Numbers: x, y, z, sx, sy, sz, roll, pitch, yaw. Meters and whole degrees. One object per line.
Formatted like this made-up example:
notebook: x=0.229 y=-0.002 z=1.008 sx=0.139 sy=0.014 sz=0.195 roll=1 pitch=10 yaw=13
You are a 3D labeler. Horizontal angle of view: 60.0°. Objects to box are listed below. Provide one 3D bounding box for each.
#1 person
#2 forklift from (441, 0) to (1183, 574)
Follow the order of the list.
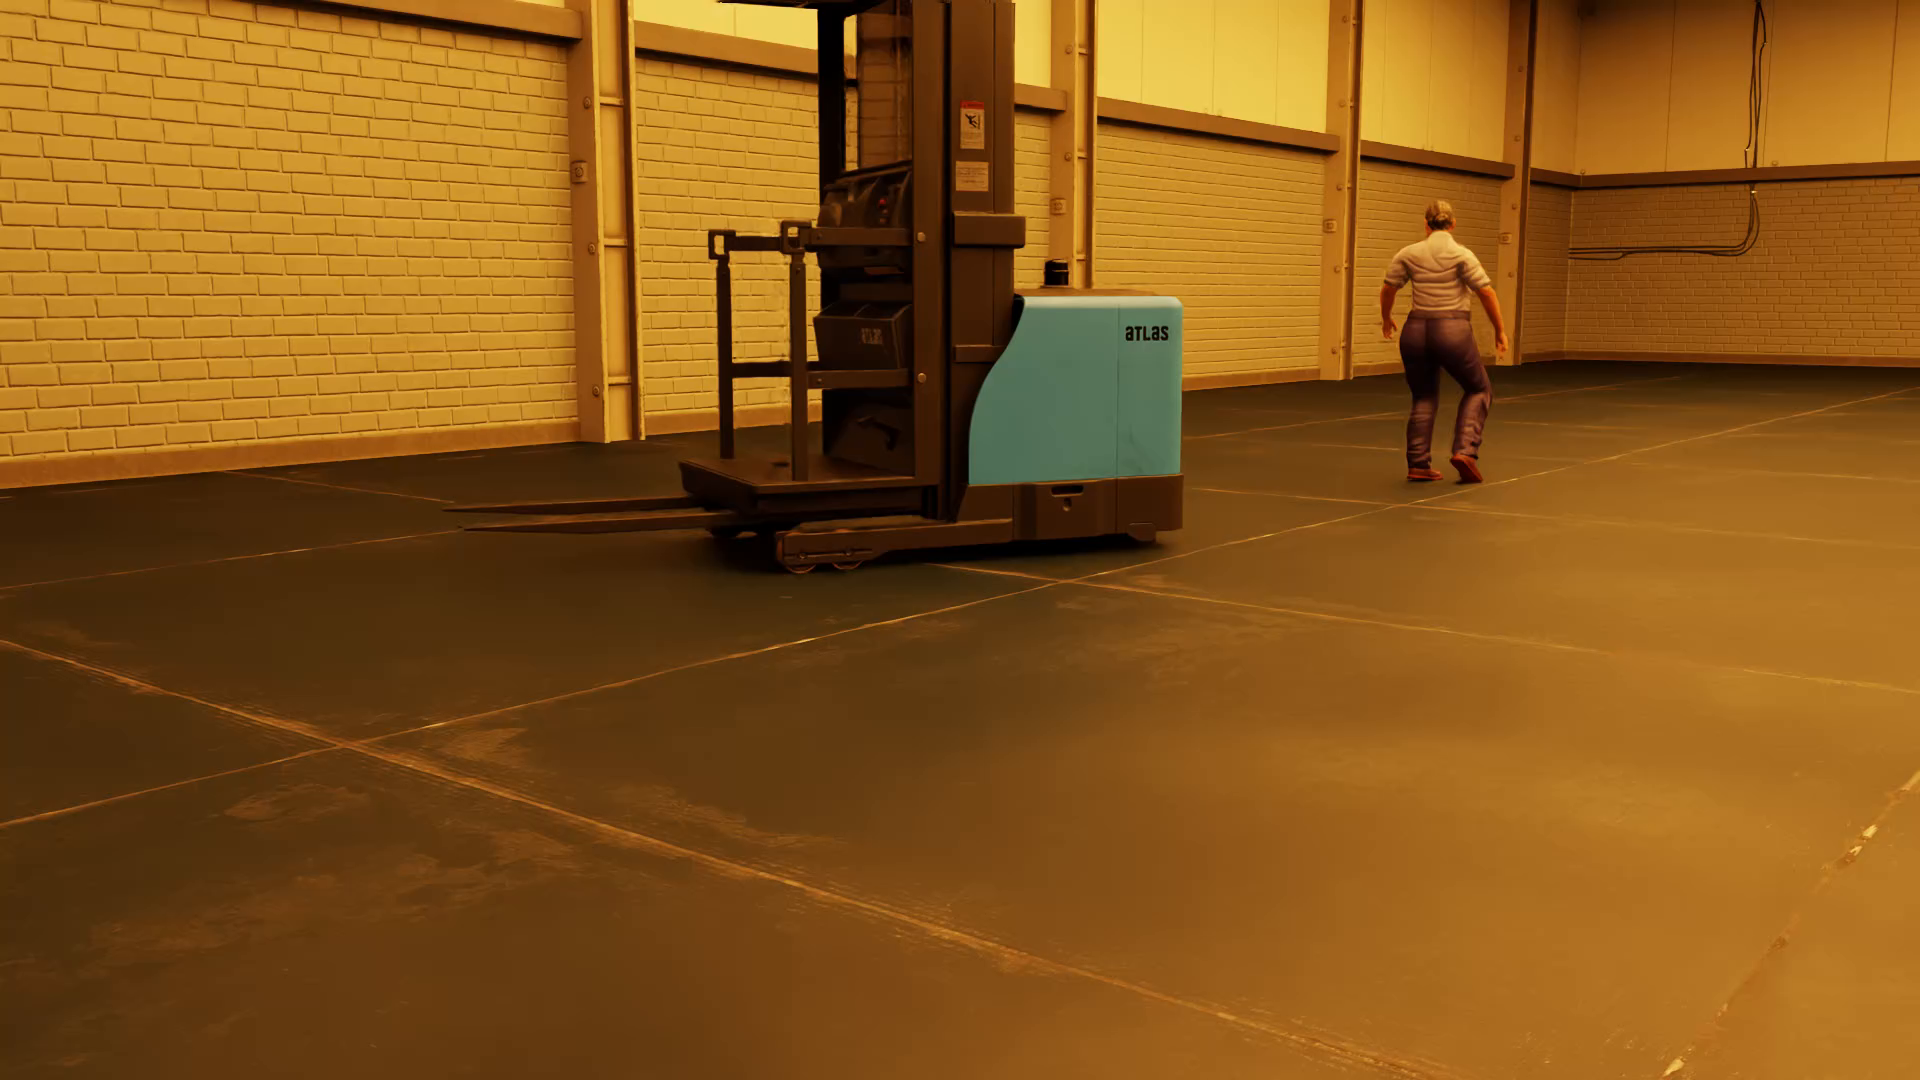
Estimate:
person: x=2.789 y=-1.140 z=9.734 sx=0.785 sy=1.660 sz=0.463 roll=8 pitch=11 yaw=42
forklift: x=-0.589 y=-1.405 z=6.883 sx=3.031 sy=2.935 sz=1.130 roll=-4 pitch=9 yaw=-24
